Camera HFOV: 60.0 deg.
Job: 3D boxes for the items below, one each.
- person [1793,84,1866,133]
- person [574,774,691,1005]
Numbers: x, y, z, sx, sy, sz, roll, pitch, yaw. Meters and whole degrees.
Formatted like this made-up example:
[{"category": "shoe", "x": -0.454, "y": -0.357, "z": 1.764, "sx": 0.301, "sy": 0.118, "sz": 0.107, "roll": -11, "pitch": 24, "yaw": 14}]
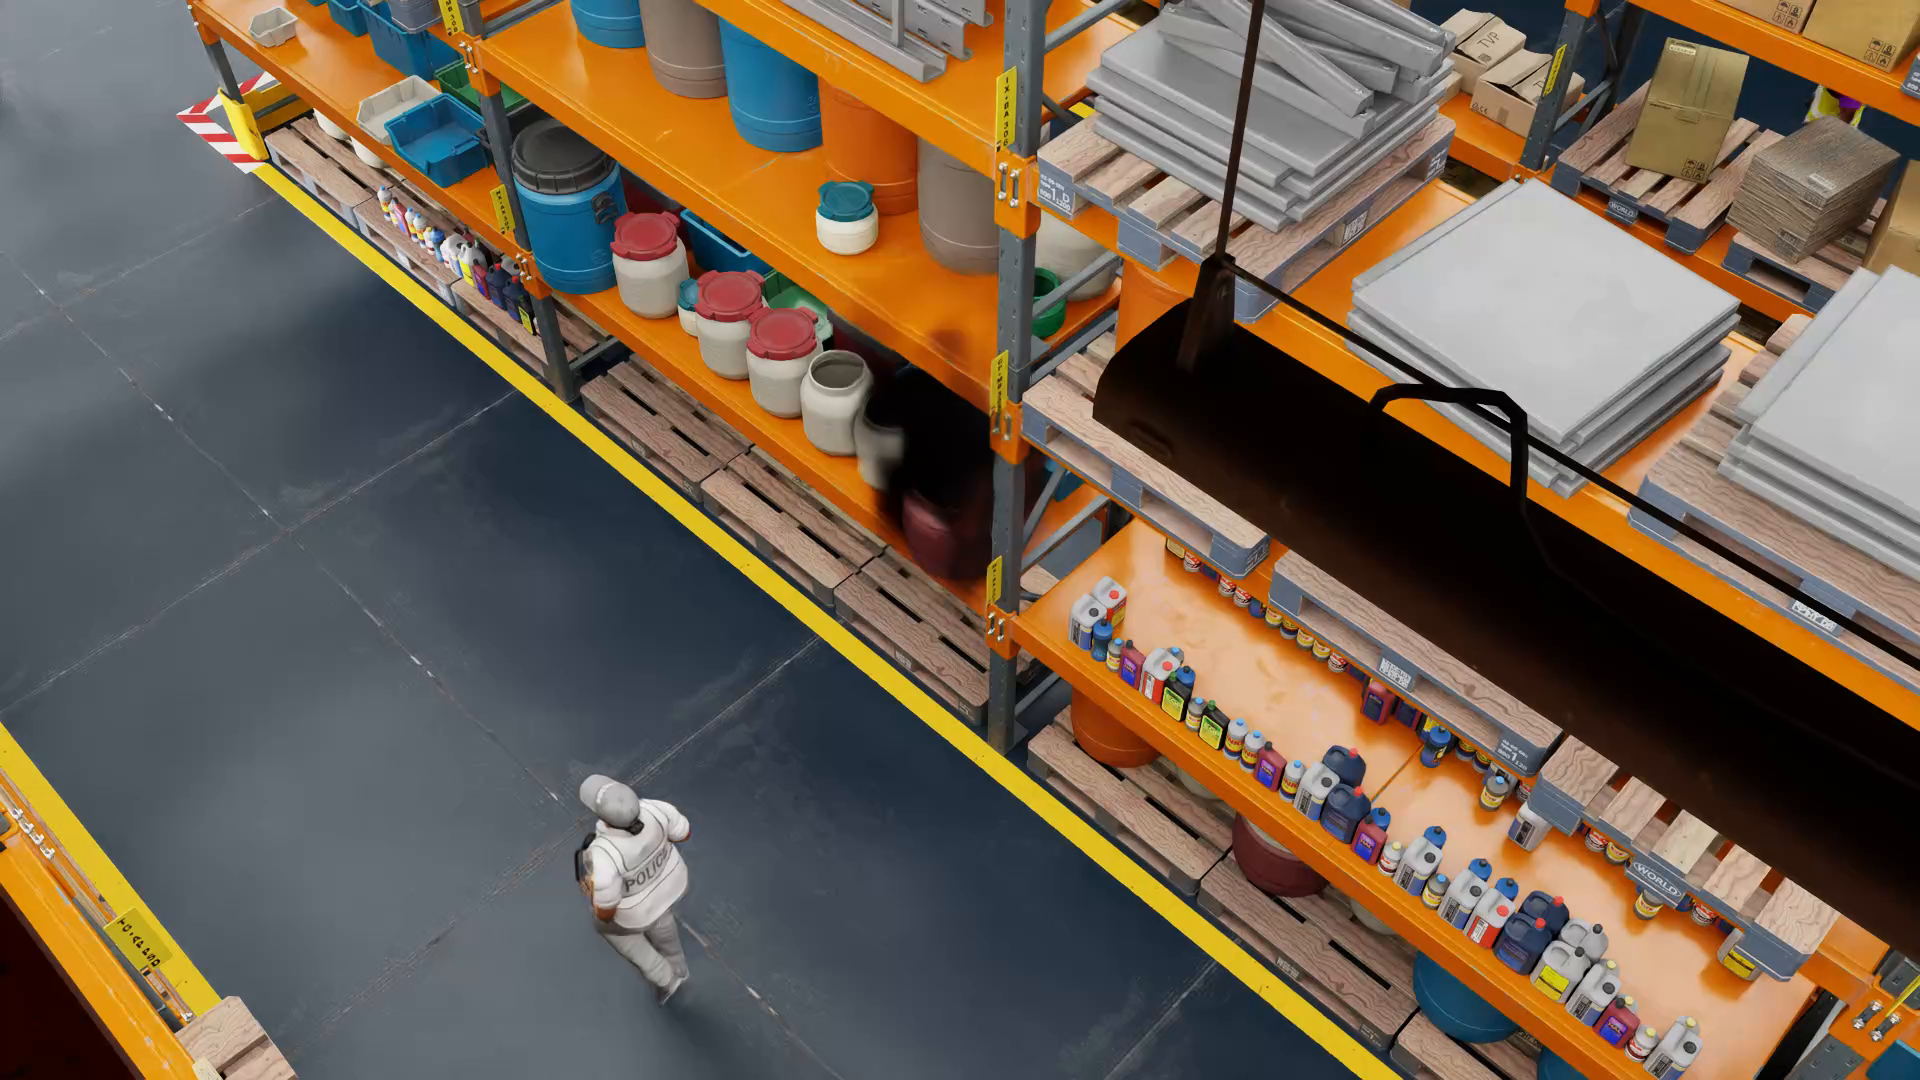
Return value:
[{"category": "person", "x": 6.124, "y": -2.909, "z": 11.711, "sx": 0.541, "sy": 1.728, "sz": 0.700, "roll": 36, "pitch": 59, "yaw": 26}, {"category": "person", "x": -1.488, "y": 1.586, "z": 7.633, "sx": 0.487, "sy": 1.648, "sz": 0.586, "roll": 32, "pitch": 57, "yaw": 24}]
